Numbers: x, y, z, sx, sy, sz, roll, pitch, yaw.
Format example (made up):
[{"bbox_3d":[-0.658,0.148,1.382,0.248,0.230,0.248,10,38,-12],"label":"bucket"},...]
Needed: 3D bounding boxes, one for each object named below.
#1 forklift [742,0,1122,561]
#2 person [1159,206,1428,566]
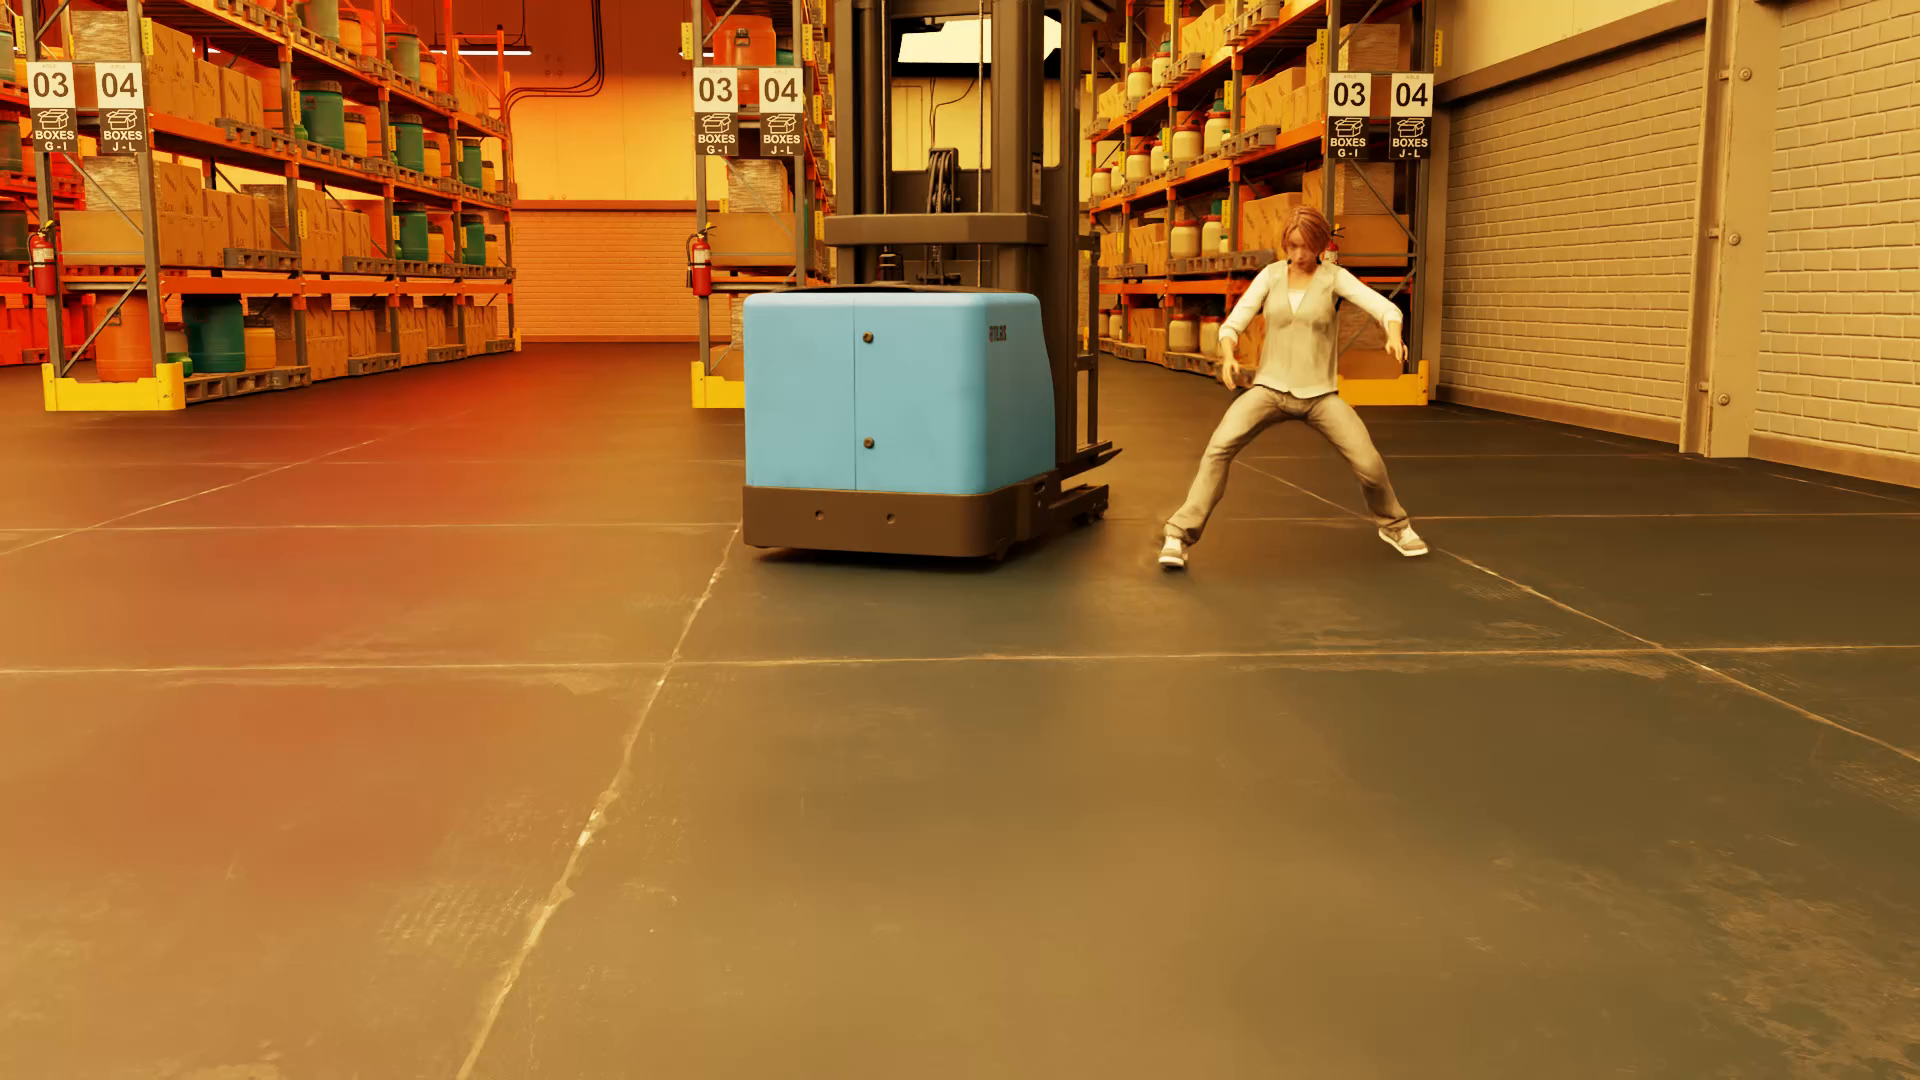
[{"bbox_3d":[0.083,-1.543,7.725,1.130,2.935,3.031,3,9,19],"label":"forklift"},{"bbox_3d":[1.366,-0.613,6.634,0.991,1.418,0.907,3,9,19],"label":"person"}]
